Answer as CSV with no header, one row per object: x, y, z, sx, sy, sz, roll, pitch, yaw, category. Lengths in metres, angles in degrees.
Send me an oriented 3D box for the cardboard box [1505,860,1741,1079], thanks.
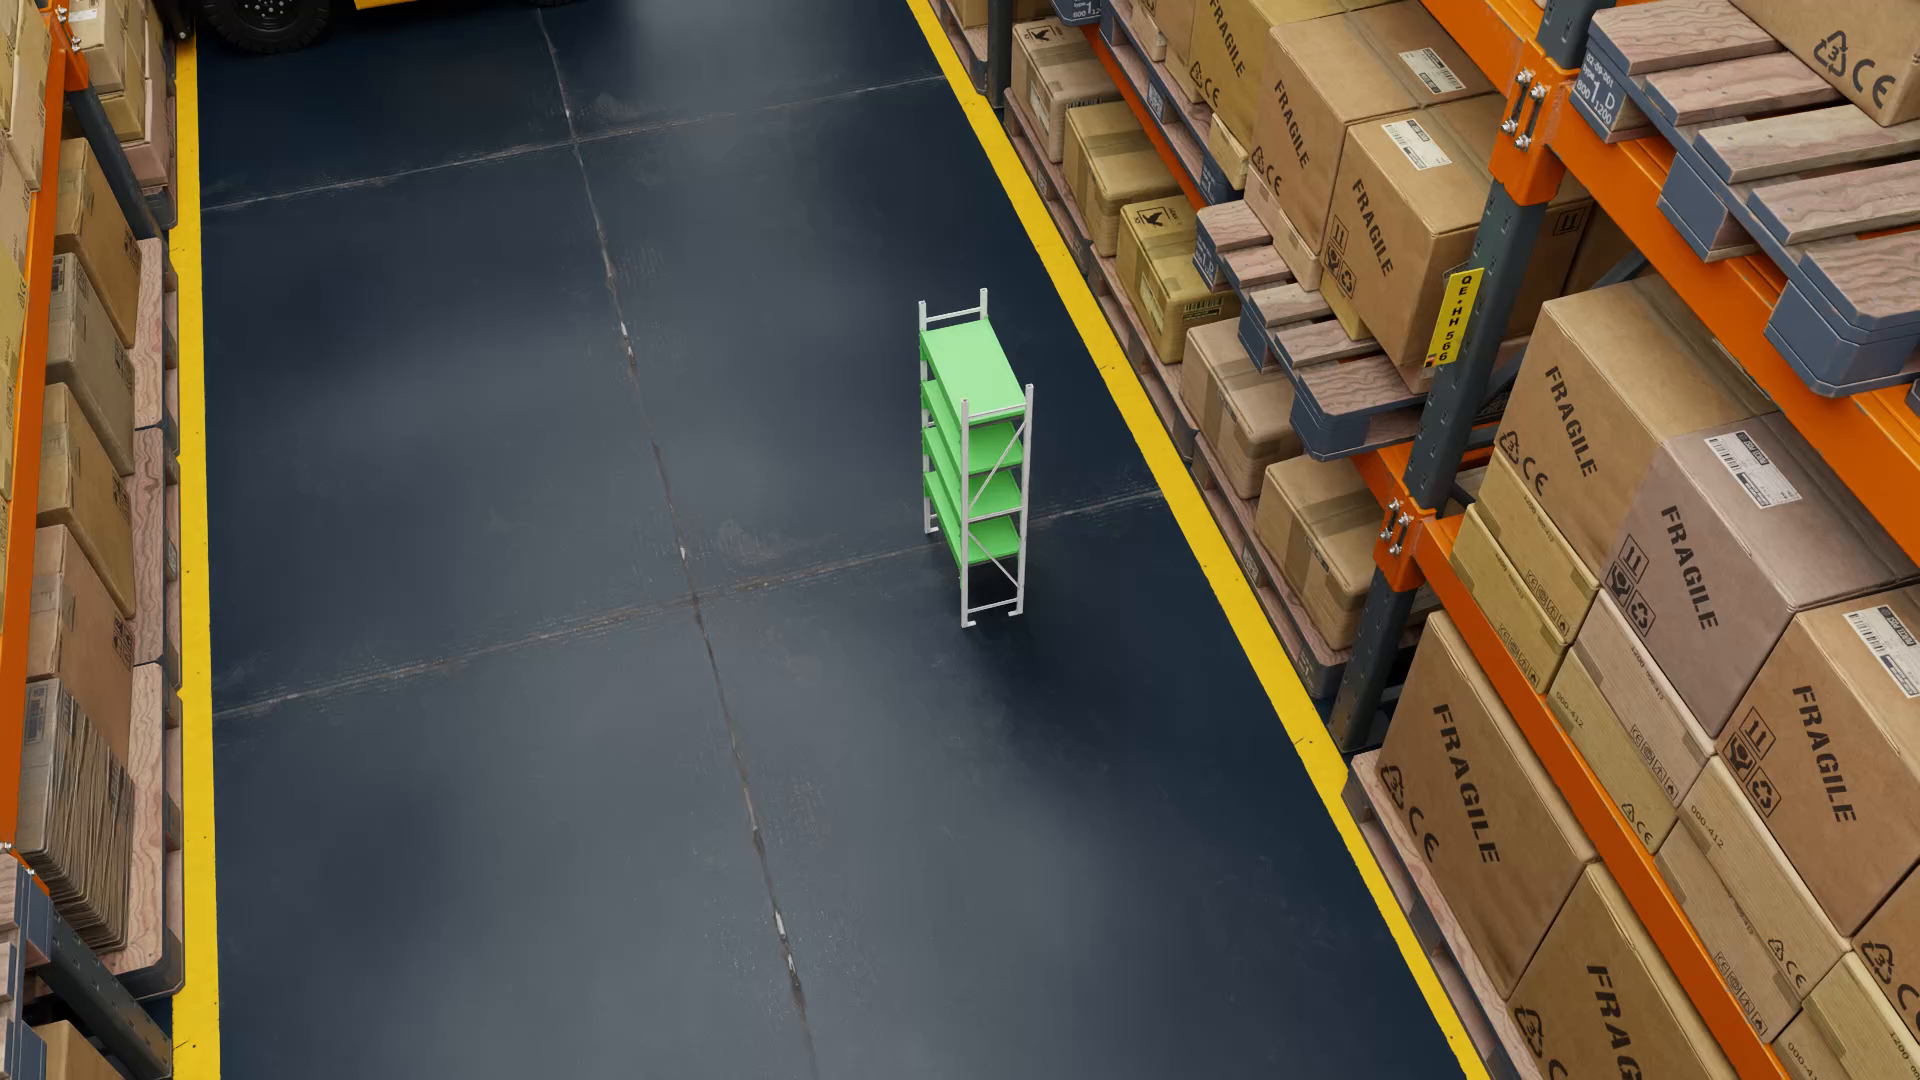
2.197,1.364,4.543,0.875,0.875,0.875,-13,51,-11,cardboard box

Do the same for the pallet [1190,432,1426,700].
1.583,-0.034,6.430,1.003,0.211,1.213,-13,51,-11,pallet

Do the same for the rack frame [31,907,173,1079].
-2.928,0.764,3.934,1.000,3.000,0.127,-13,51,-11,rack frame

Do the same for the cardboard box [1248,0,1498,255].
1.249,-1.269,5.113,0.500,0.500,0.500,-14,51,-12,cardboard box

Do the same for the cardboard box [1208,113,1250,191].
1.063,-1.339,5.596,0.380,0.149,0.250,-13,51,-10,cardboard box

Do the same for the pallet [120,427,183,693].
-3.492,0.163,6.264,1.003,0.211,1.213,-13,51,-11,pallet

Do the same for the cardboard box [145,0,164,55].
-4.270,-2.574,8.272,0.500,0.250,0.500,-13,51,-10,cardboard box

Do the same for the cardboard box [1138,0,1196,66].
0.938,-2.036,5.760,0.500,0.500,0.500,-15,52,-12,cardboard box

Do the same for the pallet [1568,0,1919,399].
2.053,-0.809,3.422,1.213,0.211,1.003,-11,51,-9,pallet

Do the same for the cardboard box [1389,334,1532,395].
1.491,-0.602,4.975,0.380,0.149,0.250,-12,51,-10,cardboard box

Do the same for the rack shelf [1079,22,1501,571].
1.221,-1.590,6.389,1.077,0.370,4.000,-13,51,-11,rack shelf

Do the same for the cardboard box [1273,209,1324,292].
1.225,-0.955,5.273,0.380,0.149,0.250,-14,51,-11,cardboard box

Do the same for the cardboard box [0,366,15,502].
-3.129,-0.311,4.938,0.500,0.250,0.500,-15,51,-12,cardboard box

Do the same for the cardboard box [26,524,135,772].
-3.300,0.459,5.469,0.875,0.625,0.625,-12,51,-10,cardboard box

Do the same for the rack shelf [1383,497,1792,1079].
2.404,1.331,3.926,1.077,0.370,4.000,-13,51,-11,rack shelf

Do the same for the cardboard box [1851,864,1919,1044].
2.165,0.810,3.175,0.500,0.500,0.500,-13,51,-10,cardboard box

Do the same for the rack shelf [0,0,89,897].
-3.520,-0.465,5.441,1.077,0.370,4.000,-13,51,-11,rack shelf

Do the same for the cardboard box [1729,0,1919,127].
2.068,-1.256,3.332,0.797,0.503,0.637,-16,52,-13,cardboard box

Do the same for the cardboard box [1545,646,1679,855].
1.885,0.472,4.278,0.500,0.250,0.500,-15,51,-12,cardboard box

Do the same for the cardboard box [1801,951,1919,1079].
2.151,1.070,3.447,0.500,0.250,0.500,-13,51,-10,cardboard box

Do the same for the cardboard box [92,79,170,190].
-3.938,-1.835,7.649,0.500,0.250,0.500,-13,51,-11,cardboard box

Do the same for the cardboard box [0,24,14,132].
-3.563,-1.596,5.694,0.500,0.250,0.500,-15,51,-12,cardboard box

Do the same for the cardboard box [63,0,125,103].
-3.954,-2.154,7.263,0.500,0.250,0.500,-14,51,-12,cardboard box

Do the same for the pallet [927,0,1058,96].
0.397,-2.867,8.818,1.003,0.211,1.213,-13,51,-11,pallet

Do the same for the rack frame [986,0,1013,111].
0.629,-3.283,7.345,1.000,3.000,0.127,-13,51,-11,rack frame

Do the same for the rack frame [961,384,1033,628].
0.121,-0.088,5.829,0.240,1.200,0.015,-13,51,-11,rack frame

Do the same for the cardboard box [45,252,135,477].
-3.724,-0.581,6.346,0.875,0.625,0.625,-14,51,-11,cardboard box

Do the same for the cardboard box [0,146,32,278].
-3.441,-1.065,5.574,0.500,0.250,0.500,-13,51,-11,cardboard box

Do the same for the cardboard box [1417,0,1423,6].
1.576,-1.771,5.536,0.500,0.500,0.500,-13,51,-10,cardboard box

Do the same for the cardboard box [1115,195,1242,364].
1.210,-1.157,6.997,0.950,0.372,0.625,-12,51,-10,cardboard box

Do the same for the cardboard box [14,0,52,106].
-3.712,-1.801,6.194,0.500,0.250,0.500,-12,51,-10,cardboard box

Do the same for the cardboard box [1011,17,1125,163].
0.787,-2.189,7.867,0.950,0.372,0.625,-13,51,-11,cardboard box

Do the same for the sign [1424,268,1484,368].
1.297,-0.580,4.361,0.100,0.325,0.005,-13,51,-11,sign

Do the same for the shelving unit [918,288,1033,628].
0.049,-0.266,5.979,0.258,1.200,0.503,-13,51,-11,shelving unit

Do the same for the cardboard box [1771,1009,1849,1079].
2.184,1.216,3.650,0.500,0.250,0.500,-13,51,-11,cardboard box

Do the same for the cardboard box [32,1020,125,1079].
-2.598,1.694,4.510,0.500,0.500,0.500,-12,51,-10,cardboard box

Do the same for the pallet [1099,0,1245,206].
1.188,-1.736,6.167,1.003,0.211,1.213,-13,51,-11,pallet

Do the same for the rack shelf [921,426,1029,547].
0.049,-0.225,6.028,0.258,0.148,0.480,-13,51,-11,rack shelf

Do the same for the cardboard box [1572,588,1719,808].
1.878,0.329,4.071,0.500,0.250,0.500,-12,51,-10,cardboard box

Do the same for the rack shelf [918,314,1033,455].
0.049,-0.534,5.661,0.258,0.148,0.480,-13,51,-11,rack shelf

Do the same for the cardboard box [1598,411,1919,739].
1.880,0.060,3.808,0.500,0.500,0.500,-13,51,-11,cardboard box

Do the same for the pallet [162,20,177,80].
-4.671,-2.742,8.713,1.003,0.211,1.213,-13,51,-11,pallet

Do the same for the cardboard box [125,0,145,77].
-4.110,-2.359,7.763,0.500,0.250,0.500,-14,51,-11,cardboard box

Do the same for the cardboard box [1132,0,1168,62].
0.850,-1.904,6.073,0.380,0.149,0.250,-12,51,-10,cardboard box

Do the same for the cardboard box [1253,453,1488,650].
1.655,-0.065,6.076,0.950,0.372,0.625,-16,52,-13,cardboard box

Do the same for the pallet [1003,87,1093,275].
0.861,-1.816,7.932,1.003,0.211,1.213,-13,51,-11,pallet

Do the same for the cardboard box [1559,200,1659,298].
1.900,-1.006,4.891,0.500,0.500,0.500,-15,51,-12,cardboard box

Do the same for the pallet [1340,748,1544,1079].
1.973,1.130,5.449,1.003,0.211,1.213,-13,51,-11,pallet
